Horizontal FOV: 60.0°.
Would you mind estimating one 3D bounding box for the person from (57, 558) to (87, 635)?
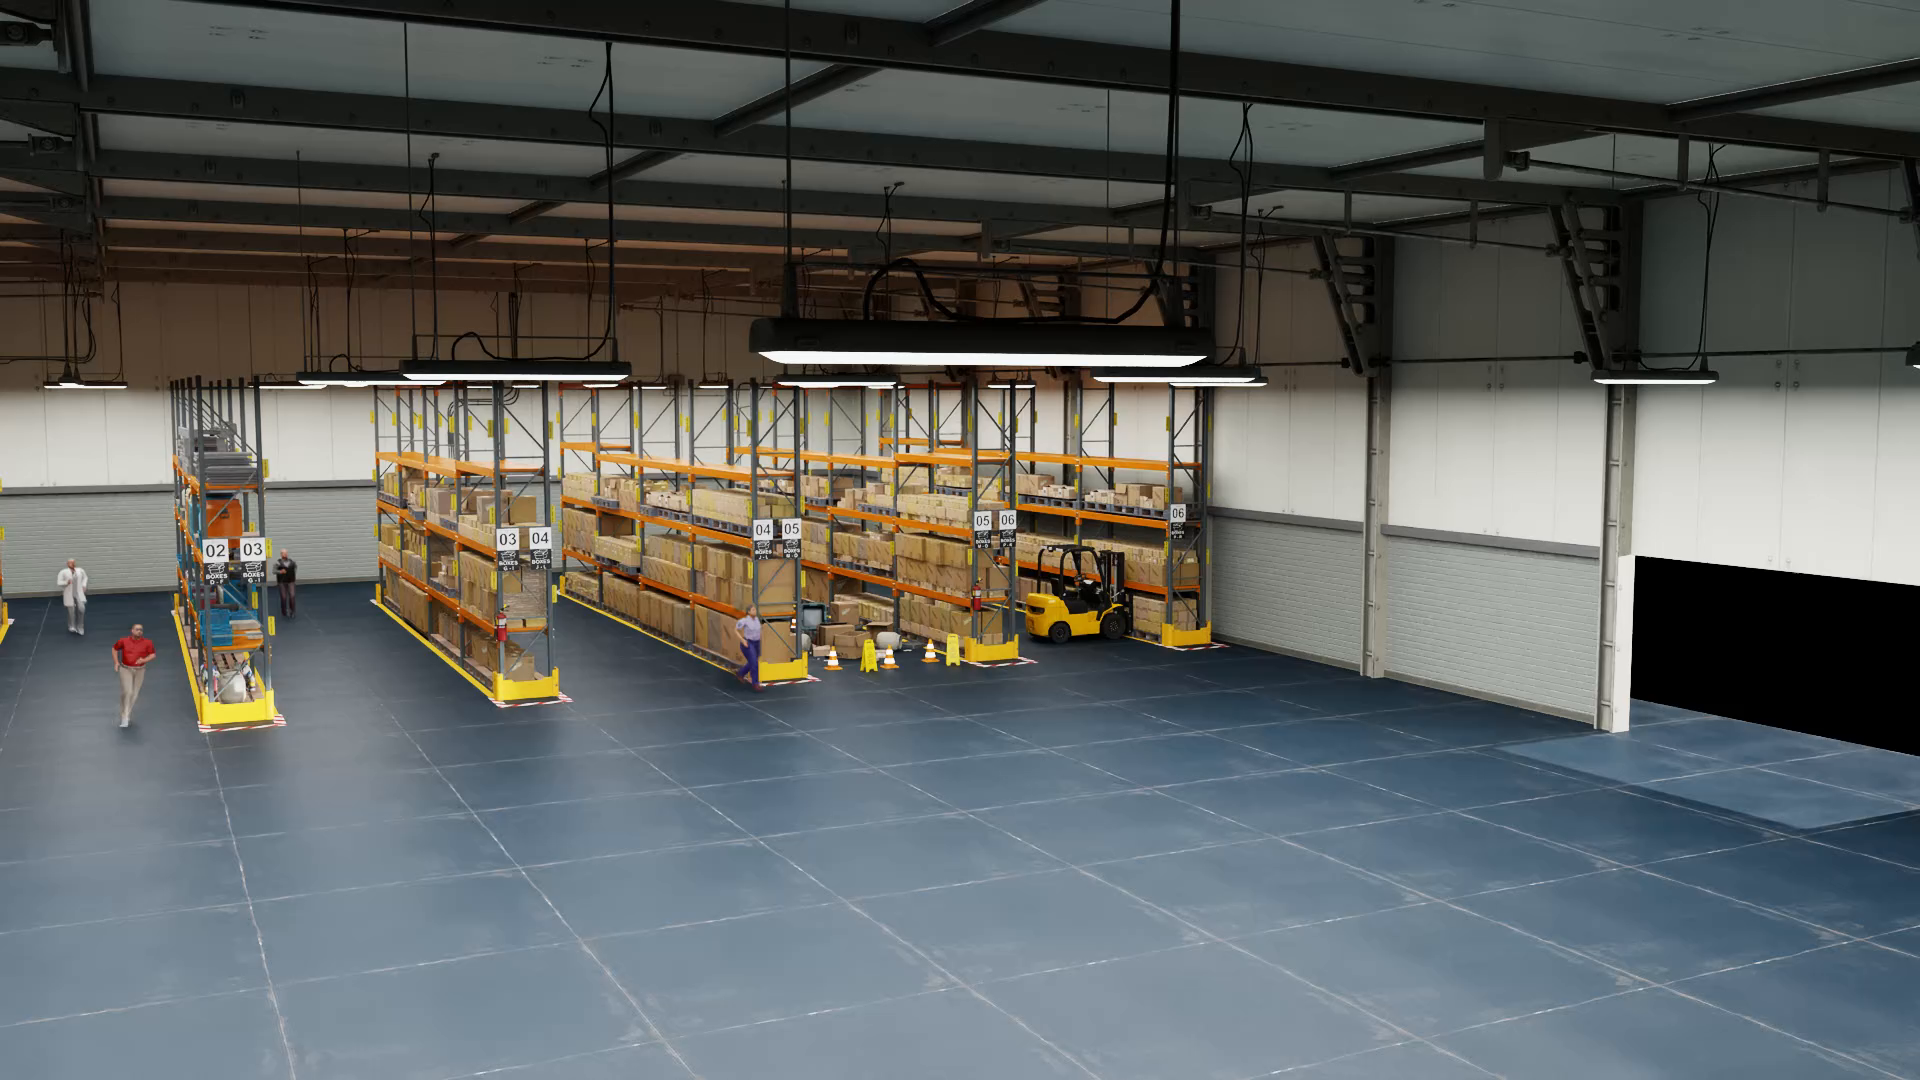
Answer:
[{"bbox_3d":[-20.955,1.347,39.342,0.688,1.834,0.704,-4,6,-38],"label":"person"}]

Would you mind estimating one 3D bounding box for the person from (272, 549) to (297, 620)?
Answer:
[{"bbox_3d":[-17.082,1.115,42.127,0.651,1.763,0.756,-3,6,-32],"label":"person"}]

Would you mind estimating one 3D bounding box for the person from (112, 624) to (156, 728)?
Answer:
[{"bbox_3d":[-14.293,2.333,28.805,0.643,1.775,0.718,-4,7,-40],"label":"person"}]

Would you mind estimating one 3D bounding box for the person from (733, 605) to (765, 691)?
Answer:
[{"bbox_3d":[-4.059,2.056,32.101,0.807,1.634,0.633,3,6,31],"label":"person"}]
